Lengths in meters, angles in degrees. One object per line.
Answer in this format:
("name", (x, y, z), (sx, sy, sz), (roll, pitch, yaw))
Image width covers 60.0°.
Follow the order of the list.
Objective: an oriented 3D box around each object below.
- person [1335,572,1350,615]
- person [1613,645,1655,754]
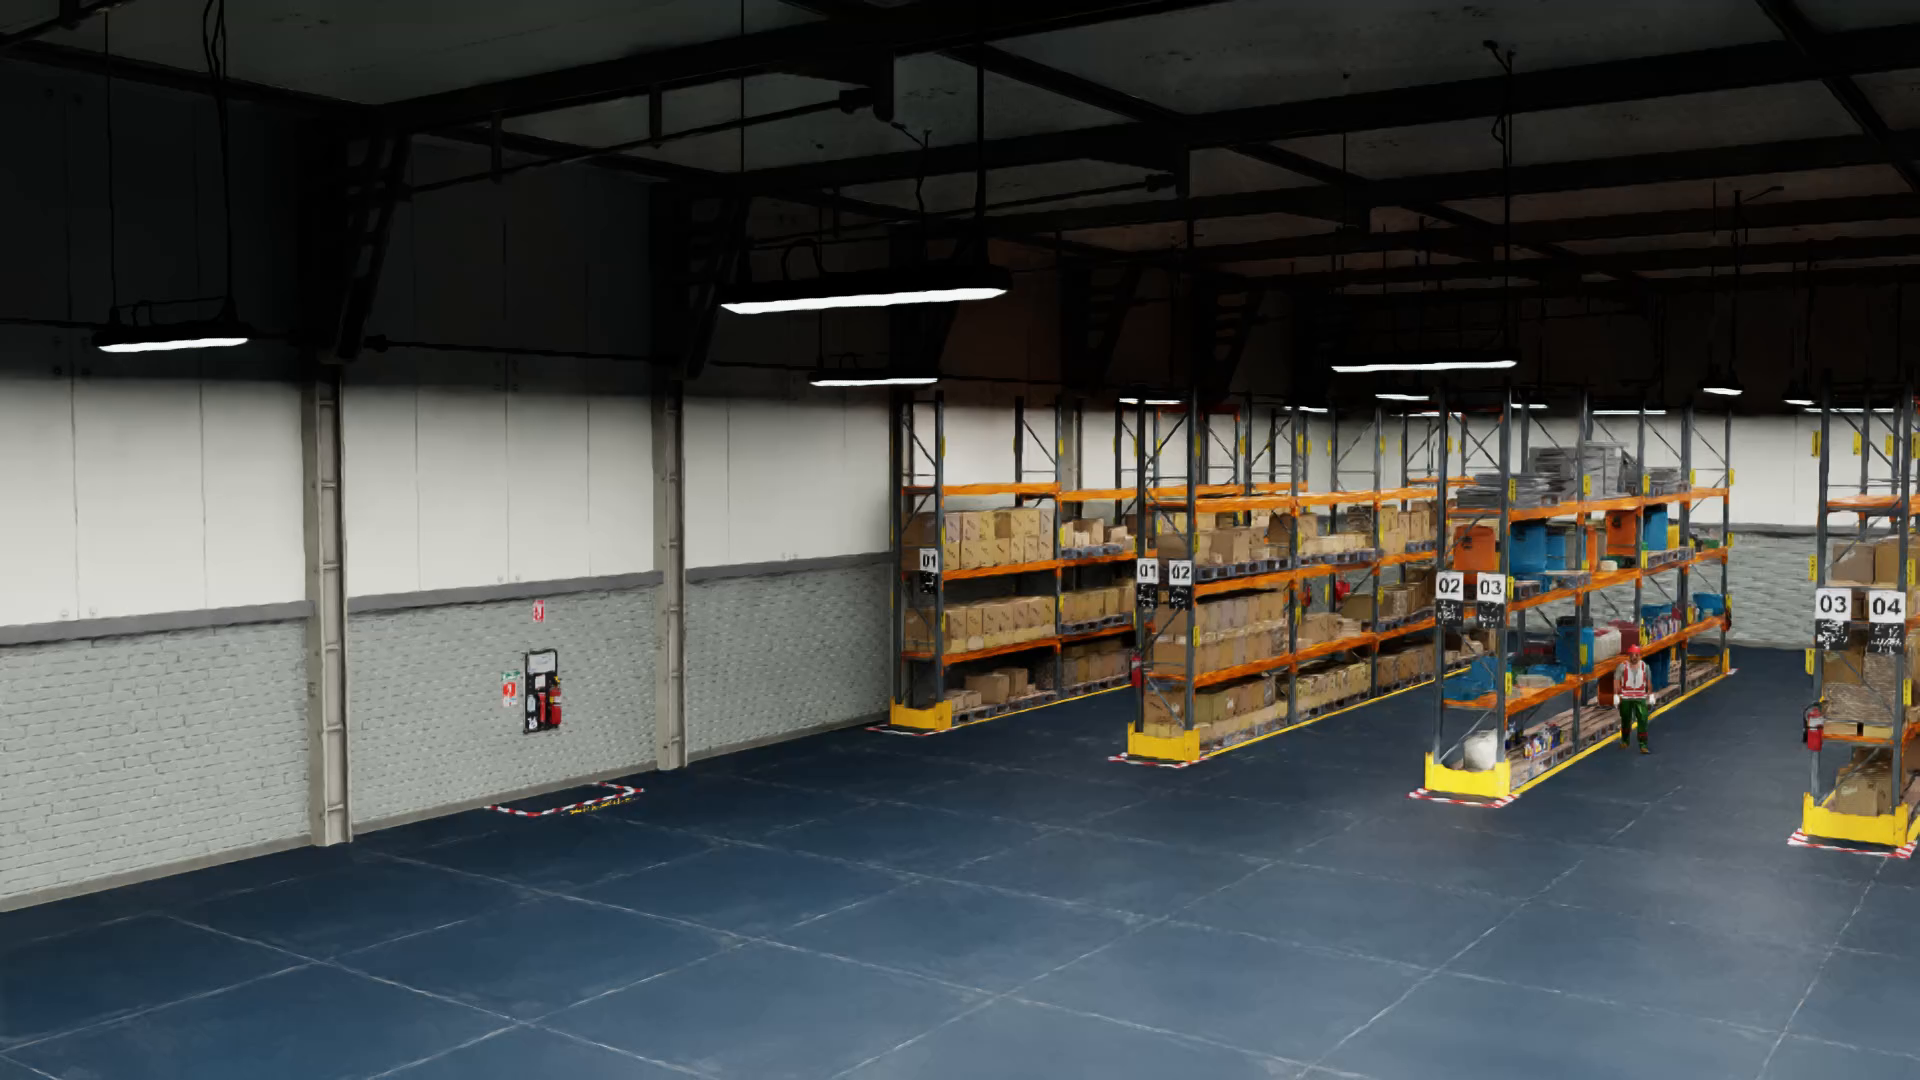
("person", (9.976, 1.696, 43.301), (0.772, 1.719, 0.581), (-1, 3, -19))
("person", (11.027, 2.590, 27.191), (0.659, 1.775, 0.786), (1, 3, 17))
